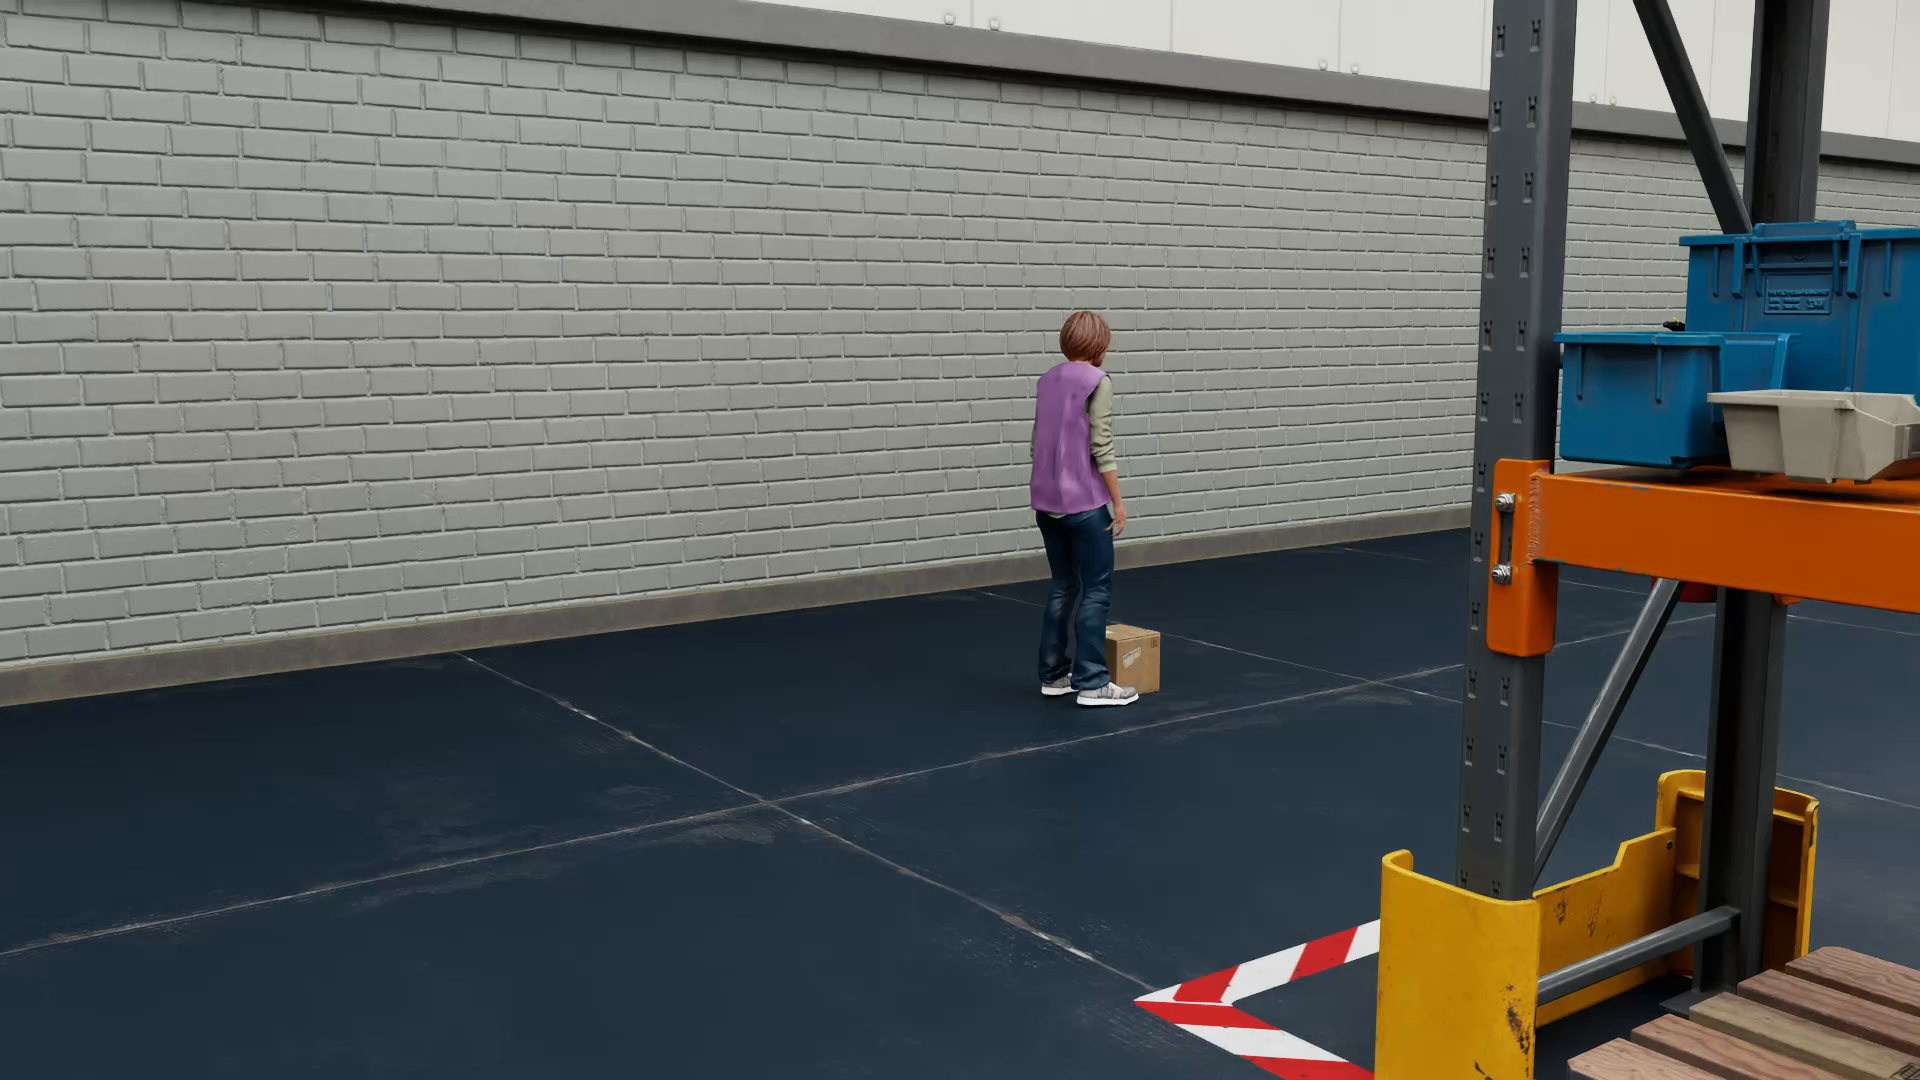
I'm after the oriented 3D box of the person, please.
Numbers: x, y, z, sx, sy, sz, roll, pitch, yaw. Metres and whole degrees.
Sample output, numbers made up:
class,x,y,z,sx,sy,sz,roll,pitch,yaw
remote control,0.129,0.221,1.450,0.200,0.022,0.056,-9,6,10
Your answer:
class,x,y,z,sx,sy,sz,roll,pitch,yaw
person,0.475,-0.033,6.812,0.337,1.392,0.483,-6,10,-38
